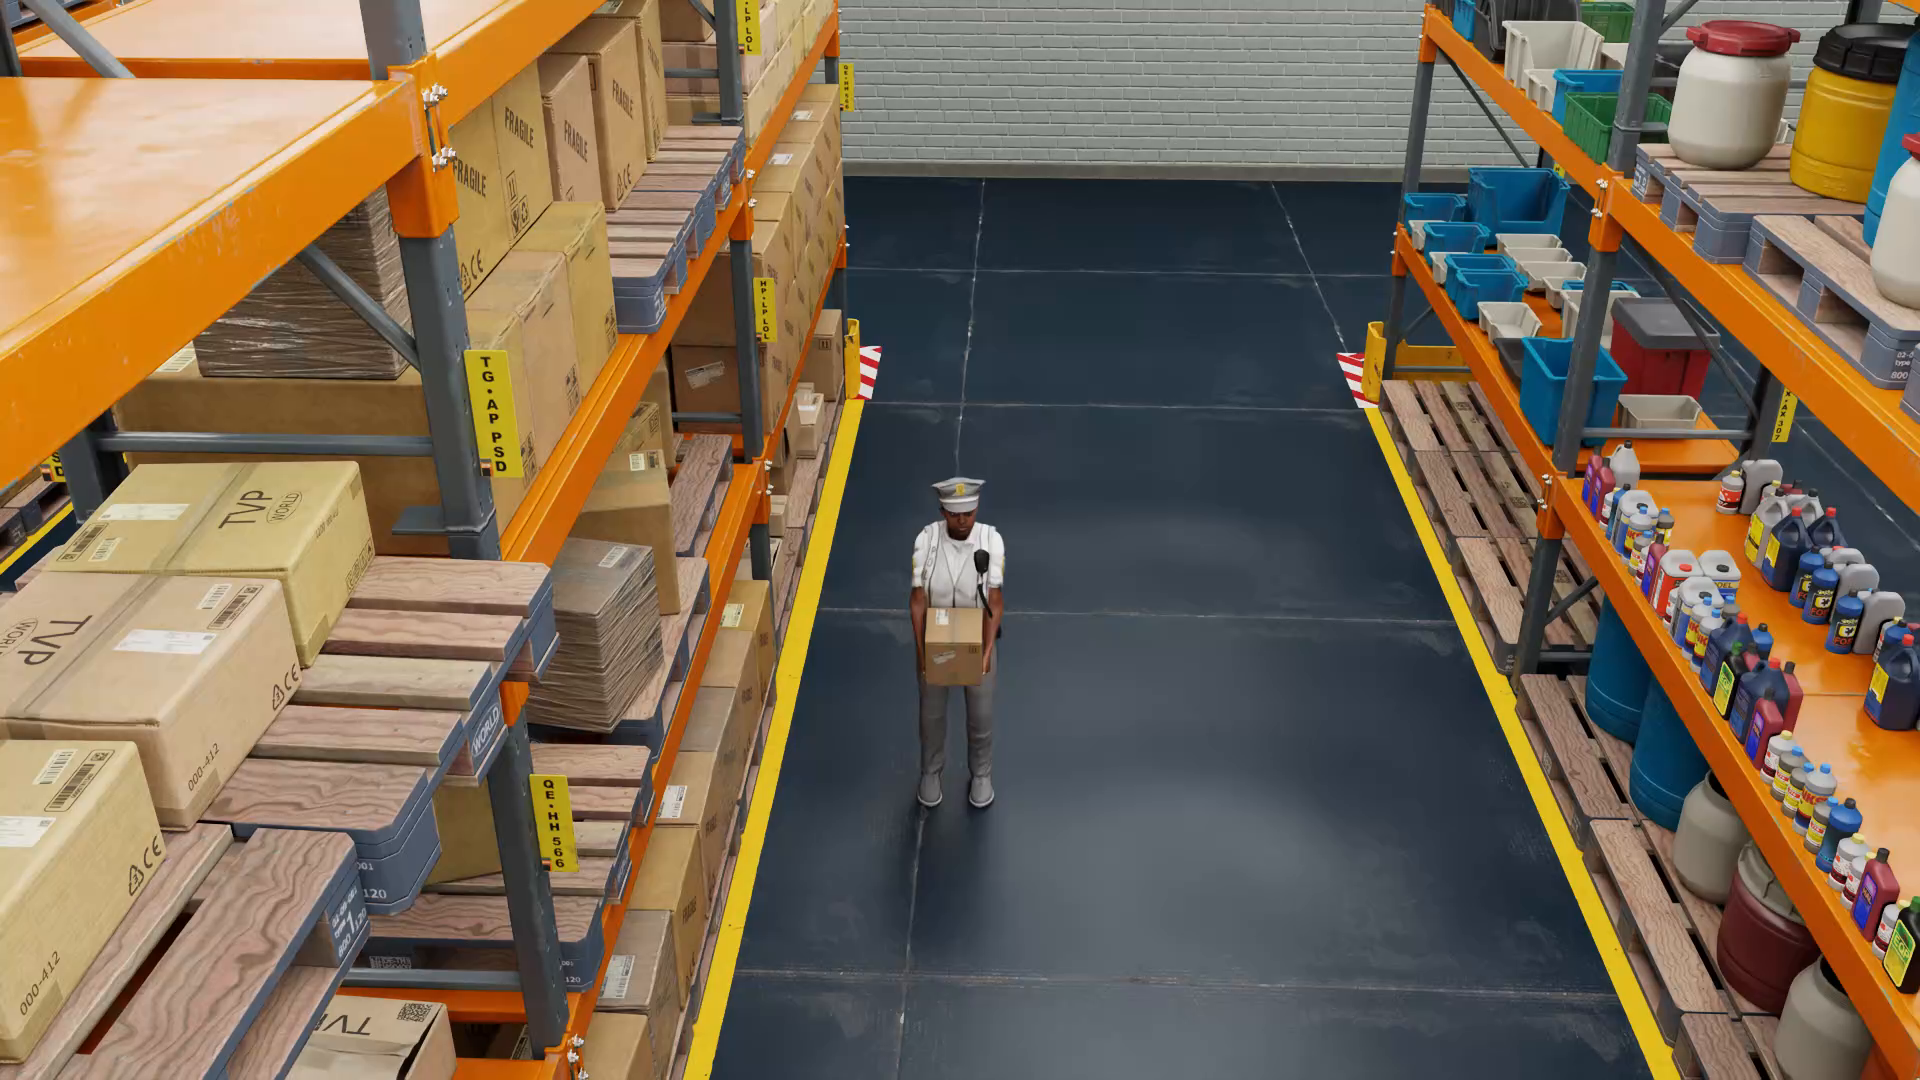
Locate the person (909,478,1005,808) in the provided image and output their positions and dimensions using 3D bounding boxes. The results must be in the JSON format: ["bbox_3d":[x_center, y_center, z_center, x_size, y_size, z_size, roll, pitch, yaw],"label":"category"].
[{"bbox_3d":[-0.015,0.504,7.657,0.435,1.692,0.519,1,28,1],"label":"person"}]
